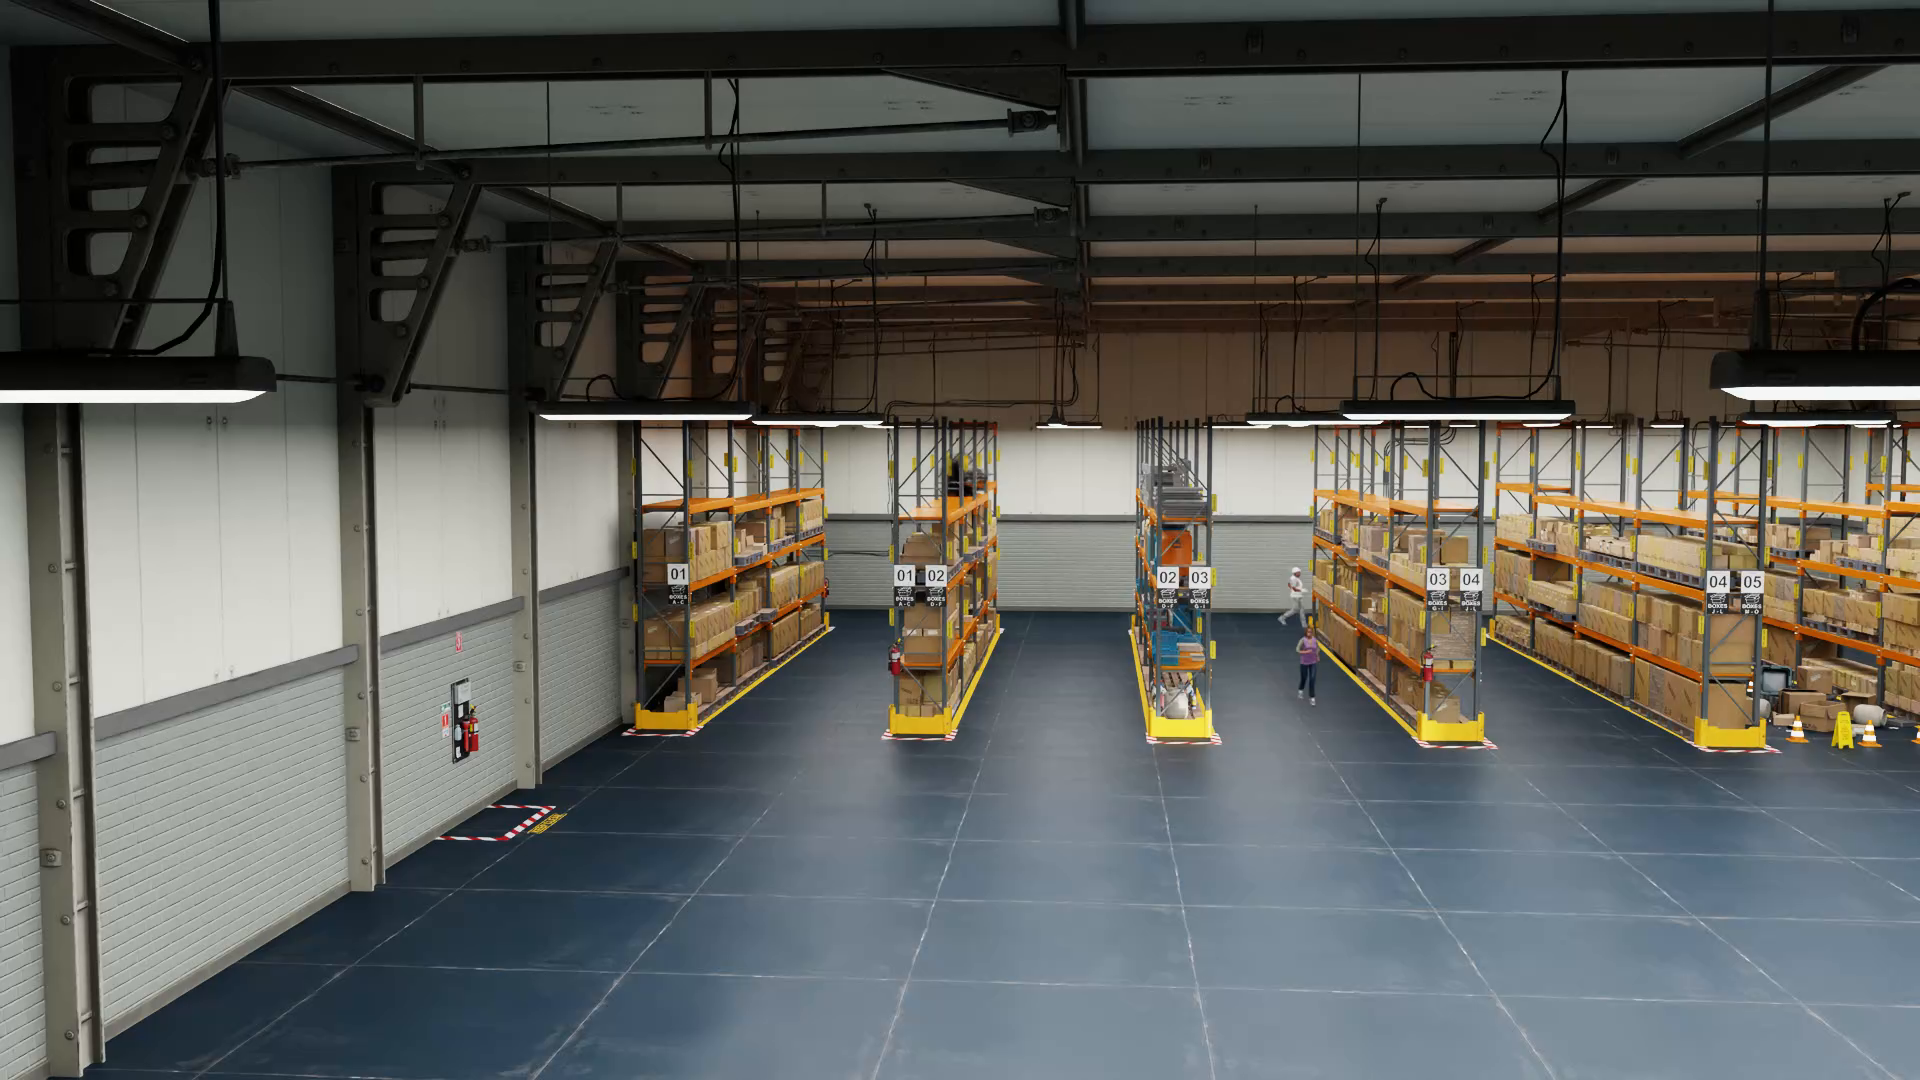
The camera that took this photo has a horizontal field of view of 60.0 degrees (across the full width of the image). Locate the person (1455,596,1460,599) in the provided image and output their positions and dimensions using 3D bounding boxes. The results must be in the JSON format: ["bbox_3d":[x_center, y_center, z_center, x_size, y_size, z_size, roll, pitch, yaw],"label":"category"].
[{"bbox_3d":[13.433,1.927,44.717,0.696,1.841,0.786,1,4,8],"label":"person"}]

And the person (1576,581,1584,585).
[{"bbox_3d":[16.643,1.935,44.661,0.711,1.749,0.736,1,4,8],"label":"person"}]

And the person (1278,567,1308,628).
[{"bbox_3d":[9.728,1.683,48.181,0.983,1.791,0.692,1,4,16],"label":"person"}]

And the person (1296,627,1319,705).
[{"bbox_3d":[7.322,2.614,35.015,0.565,1.596,0.859,0,4,-5],"label":"person"}]
